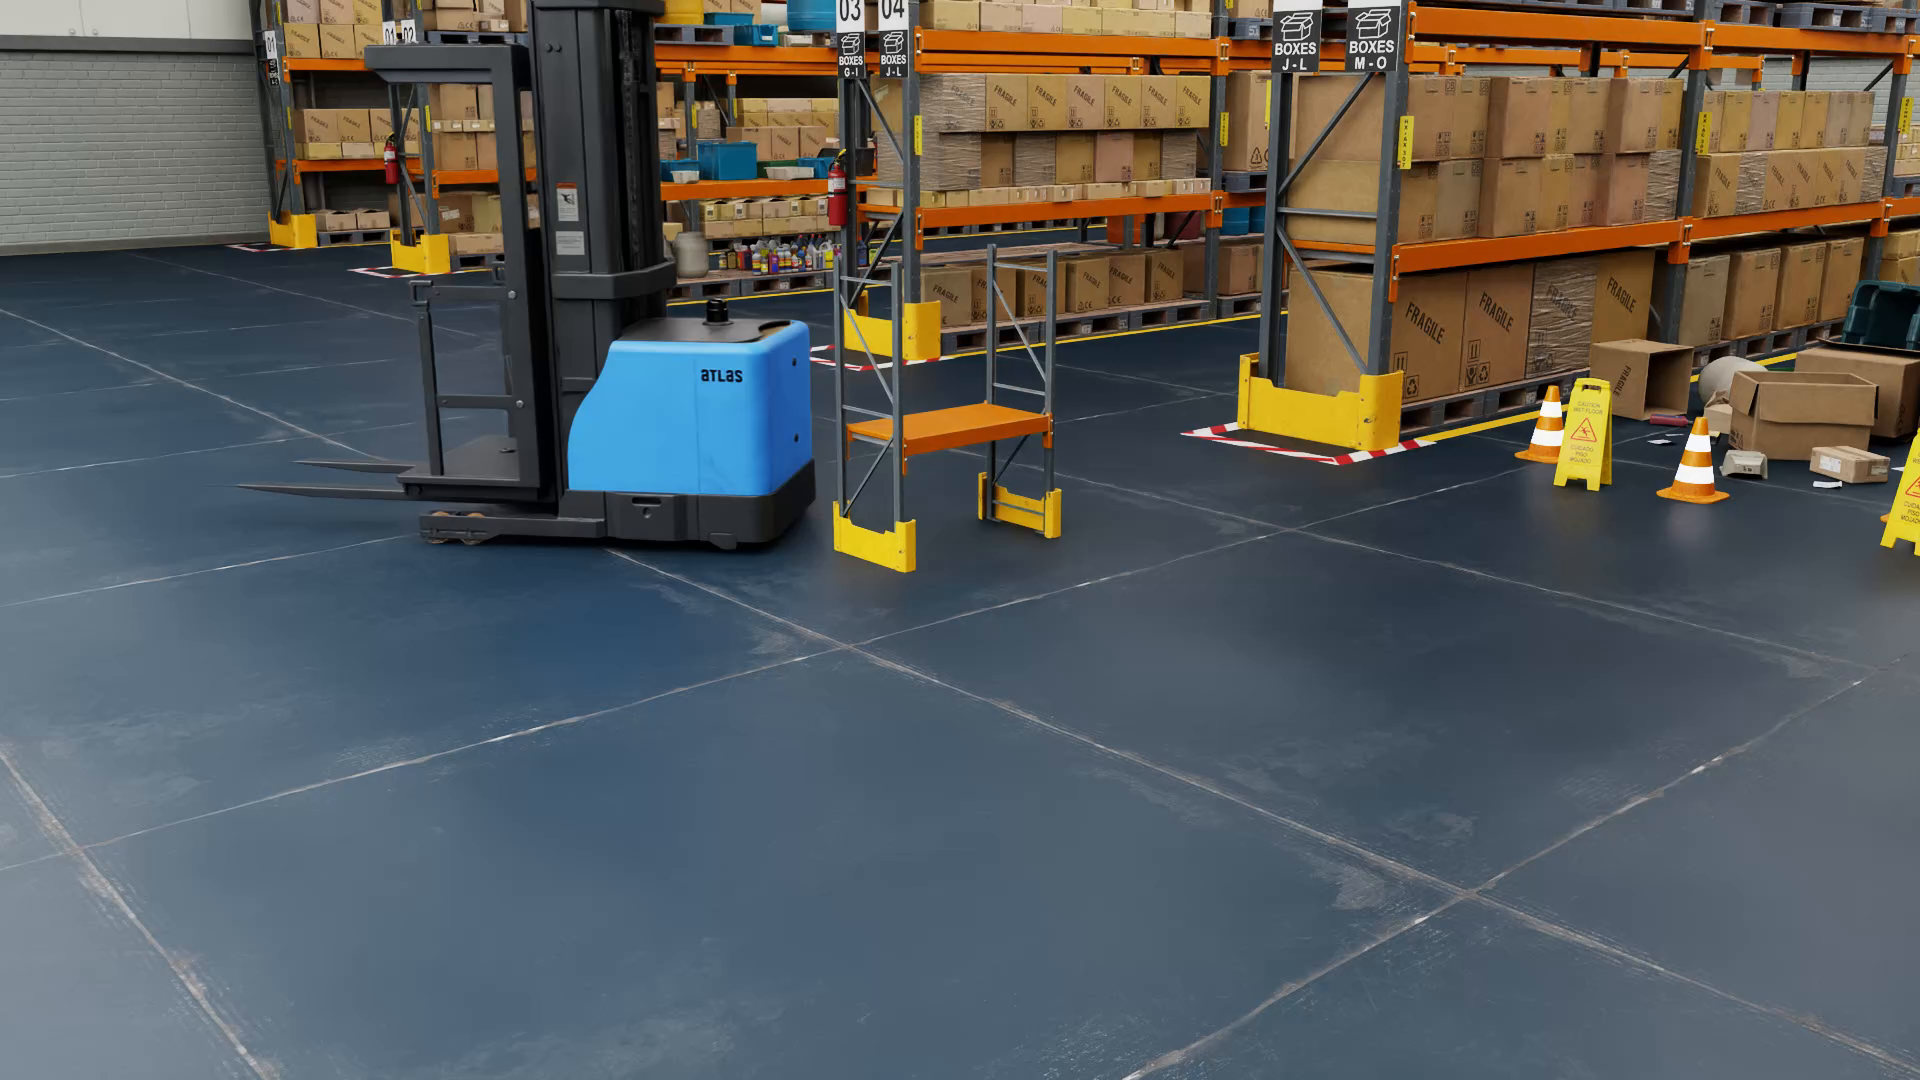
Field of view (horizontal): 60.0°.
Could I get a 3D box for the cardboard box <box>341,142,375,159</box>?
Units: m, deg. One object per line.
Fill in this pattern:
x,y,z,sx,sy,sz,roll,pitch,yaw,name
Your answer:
-9.512,-6.095,26.009,0.500,0.250,0.500,-13,20,-41,cardboard box

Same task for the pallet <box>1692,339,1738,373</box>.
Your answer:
6.013,-1.647,14.506,1.213,0.211,1.003,-13,19,-39,pallet

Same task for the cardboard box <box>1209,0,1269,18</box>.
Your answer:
2.721,-5.594,17.052,0.637,0.503,0.797,-14,20,-42,cardboard box

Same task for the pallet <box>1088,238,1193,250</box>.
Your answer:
2.635,-4.268,24.318,1.213,0.211,1.003,-13,19,-39,pallet

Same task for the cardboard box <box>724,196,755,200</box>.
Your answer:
-3.315,-5.204,25.847,0.500,0.311,0.500,-13,20,-40,cardboard box

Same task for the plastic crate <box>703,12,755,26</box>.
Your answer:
-2.727,-5.941,19.398,0.575,0.384,0.392,-13,19,-39,plastic crate

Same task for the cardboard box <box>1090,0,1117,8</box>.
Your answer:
1.255,-5.065,15.606,0.250,0.149,0.380,-12,19,-37,cardboard box

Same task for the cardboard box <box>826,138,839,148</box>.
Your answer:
-1.983,-6.281,26.626,0.500,0.311,0.500,-13,20,-40,cardboard box

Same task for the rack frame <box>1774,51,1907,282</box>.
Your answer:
8.498,-3.526,16.139,0.127,3.000,1.000,-13,19,-39,rack frame

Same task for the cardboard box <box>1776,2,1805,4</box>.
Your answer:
7.430,-4.990,15.088,0.500,0.250,0.500,-12,19,-38,cardboard box

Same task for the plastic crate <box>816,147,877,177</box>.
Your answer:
-1.429,-4.702,20.660,0.504,0.338,0.767,-13,19,-39,plastic crate

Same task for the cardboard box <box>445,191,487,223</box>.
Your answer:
-8.210,-5.546,27.690,0.500,0.500,0.500,14,21,43,cardboard box

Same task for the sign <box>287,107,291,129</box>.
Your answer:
-10.115,-6.359,25.068,0.005,0.325,0.100,-13,19,-39,sign

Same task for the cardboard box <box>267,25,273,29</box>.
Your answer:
-10.323,-7.674,25.621,0.500,0.500,0.500,-11,18,-35,cardboard box

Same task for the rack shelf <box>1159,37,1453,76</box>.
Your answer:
3.810,-5.272,18.255,4.000,0.370,1.077,-13,19,-39,rack shelf

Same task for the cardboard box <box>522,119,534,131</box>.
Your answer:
-6.001,-5.644,22.618,0.250,0.149,0.380,-14,20,-41,cardboard box

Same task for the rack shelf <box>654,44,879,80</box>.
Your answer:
-2.459,-5.558,19.328,4.000,0.370,1.077,-13,19,-39,rack shelf

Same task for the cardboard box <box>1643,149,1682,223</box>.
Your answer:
5.210,-2.856,13.340,0.550,0.550,0.875,-13,19,-39,cardboard box

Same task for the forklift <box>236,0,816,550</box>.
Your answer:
-2.371,-1.521,8.765,3.031,2.935,1.130,2,15,8,forklift

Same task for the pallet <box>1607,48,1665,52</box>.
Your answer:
8.960,-6.729,22.490,1.213,0.211,1.003,-13,19,-39,pallet

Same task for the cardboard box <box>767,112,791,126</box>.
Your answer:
-3.501,-7.723,31.041,0.500,0.500,0.500,-12,19,-38,cardboard box

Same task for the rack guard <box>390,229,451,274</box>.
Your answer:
-7.235,-3.871,22.274,0.348,0.500,1.175,-13,19,-39,rack guard

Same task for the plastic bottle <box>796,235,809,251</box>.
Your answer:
-1.974,-3.640,20.847,0.185,0.351,0.144,-14,20,-42,plastic bottle

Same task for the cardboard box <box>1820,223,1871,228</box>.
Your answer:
9.216,-3.138,17.264,0.500,0.250,0.500,-12,19,-39,cardboard box

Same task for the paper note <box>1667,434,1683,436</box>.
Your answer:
4.915,-0.723,11.438,0.123,0.001,0.032,-3,15,-11,paper note

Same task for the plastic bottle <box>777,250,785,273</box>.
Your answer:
-2.137,-3.317,19.790,0.097,0.271,0.097,0,15,0,plastic bottle

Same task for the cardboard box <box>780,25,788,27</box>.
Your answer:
-3.317,-9.396,31.257,0.500,0.500,0.700,-11,19,-37,cardboard box

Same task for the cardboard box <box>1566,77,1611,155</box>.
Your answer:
4.344,-3.206,12.559,0.550,0.550,0.875,-13,19,-39,cardboard box

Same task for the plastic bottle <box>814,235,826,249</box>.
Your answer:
-1.737,-3.644,20.862,0.185,0.351,0.144,-13,19,-39,plastic bottle

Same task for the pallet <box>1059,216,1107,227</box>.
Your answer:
2.355,-5.885,30.372,1.213,0.211,1.003,-13,19,-39,pallet

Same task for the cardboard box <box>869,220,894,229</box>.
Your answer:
-1.418,-5.176,26.830,0.500,0.250,0.500,-12,19,-38,cardboard box

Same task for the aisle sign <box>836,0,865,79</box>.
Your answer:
-0.960,-4.458,14.588,0.004,0.787,0.394,-13,19,-39,aisle sign

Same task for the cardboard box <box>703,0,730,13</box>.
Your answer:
-3.708,-7.799,24.347,0.500,0.500,0.500,-12,19,-39,cardboard box

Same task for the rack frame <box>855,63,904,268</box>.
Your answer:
-0.950,-4.796,20.891,0.127,3.000,1.000,-13,19,-39,rack frame

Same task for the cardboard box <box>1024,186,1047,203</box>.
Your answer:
0.594,-3.247,15.581,0.250,0.149,0.380,-13,19,-39,cardboard box

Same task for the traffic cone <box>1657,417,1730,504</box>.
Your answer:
4.281,-0.481,9.655,0.334,0.463,0.336,-13,19,-39,traffic cone

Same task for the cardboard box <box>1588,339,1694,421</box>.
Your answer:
4.983,-1.179,12.192,0.500,0.500,0.500,-9,17,-30,cardboard box

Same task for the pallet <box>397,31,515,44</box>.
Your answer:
-6.666,-6.604,22.021,1.213,0.211,1.003,-13,19,-39,pallet

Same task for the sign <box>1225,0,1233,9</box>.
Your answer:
2.663,-5.426,16.437,0.005,0.325,0.100,-13,19,-39,sign

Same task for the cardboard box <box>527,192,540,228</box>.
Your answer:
-5.921,-4.540,22.994,0.500,0.500,0.500,-13,19,-39,cardboard box

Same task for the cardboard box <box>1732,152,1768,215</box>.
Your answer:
6.434,-3.019,14.047,0.500,0.500,0.500,-12,19,-39,cardboard box

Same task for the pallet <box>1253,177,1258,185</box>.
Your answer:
3.852,-4.073,18.557,1.213,0.211,1.003,-13,19,-39,pallet

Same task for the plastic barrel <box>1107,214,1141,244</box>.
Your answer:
2.425,-4.714,23.976,0.708,0.830,0.600,-13,19,-39,plastic barrel

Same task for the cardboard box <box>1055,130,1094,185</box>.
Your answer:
0.805,-3.700,16.021,0.500,0.500,0.875,-13,19,-39,cardboard box

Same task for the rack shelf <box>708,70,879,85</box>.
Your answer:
-2.927,-8.842,31.623,4.000,0.370,1.077,-13,19,-39,rack shelf

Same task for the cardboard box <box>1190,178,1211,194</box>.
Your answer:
2.332,-3.616,16.963,0.250,0.149,0.380,-13,19,-39,cardboard box

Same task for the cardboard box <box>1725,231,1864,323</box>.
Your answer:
7.980,-2.557,16.054,0.750,0.750,1.050,-13,20,-40,cardboard box

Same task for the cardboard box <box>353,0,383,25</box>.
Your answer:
-9.230,-8.219,25.725,0.500,0.500,0.500,-12,19,-38,cardboard box

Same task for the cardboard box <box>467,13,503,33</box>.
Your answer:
-6.521,-6.977,22.449,0.500,0.250,0.500,-13,19,-39,cardboard box

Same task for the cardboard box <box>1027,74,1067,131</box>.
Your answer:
0.635,-4.037,15.344,0.500,0.500,0.500,-13,19,-39,cardboard box

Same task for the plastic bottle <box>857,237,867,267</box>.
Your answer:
-1.247,-3.563,20.558,0.185,0.351,0.144,-13,20,-41,plastic bottle

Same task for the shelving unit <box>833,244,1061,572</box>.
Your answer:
-0.058,-0.712,8.508,1.083,1.500,0.587,-13,19,-39,shelving unit

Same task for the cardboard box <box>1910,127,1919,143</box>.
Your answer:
9.363,-4.023,16.517,0.250,0.149,0.380,-13,20,-40,cardboard box

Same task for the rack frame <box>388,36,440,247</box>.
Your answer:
-7.217,-5.083,21.967,0.127,3.000,1.000,-13,19,-39,rack frame

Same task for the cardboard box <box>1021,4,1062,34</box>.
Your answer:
0.578,-4.734,15.137,0.500,0.250,0.500,-13,20,-40,cardboard box
